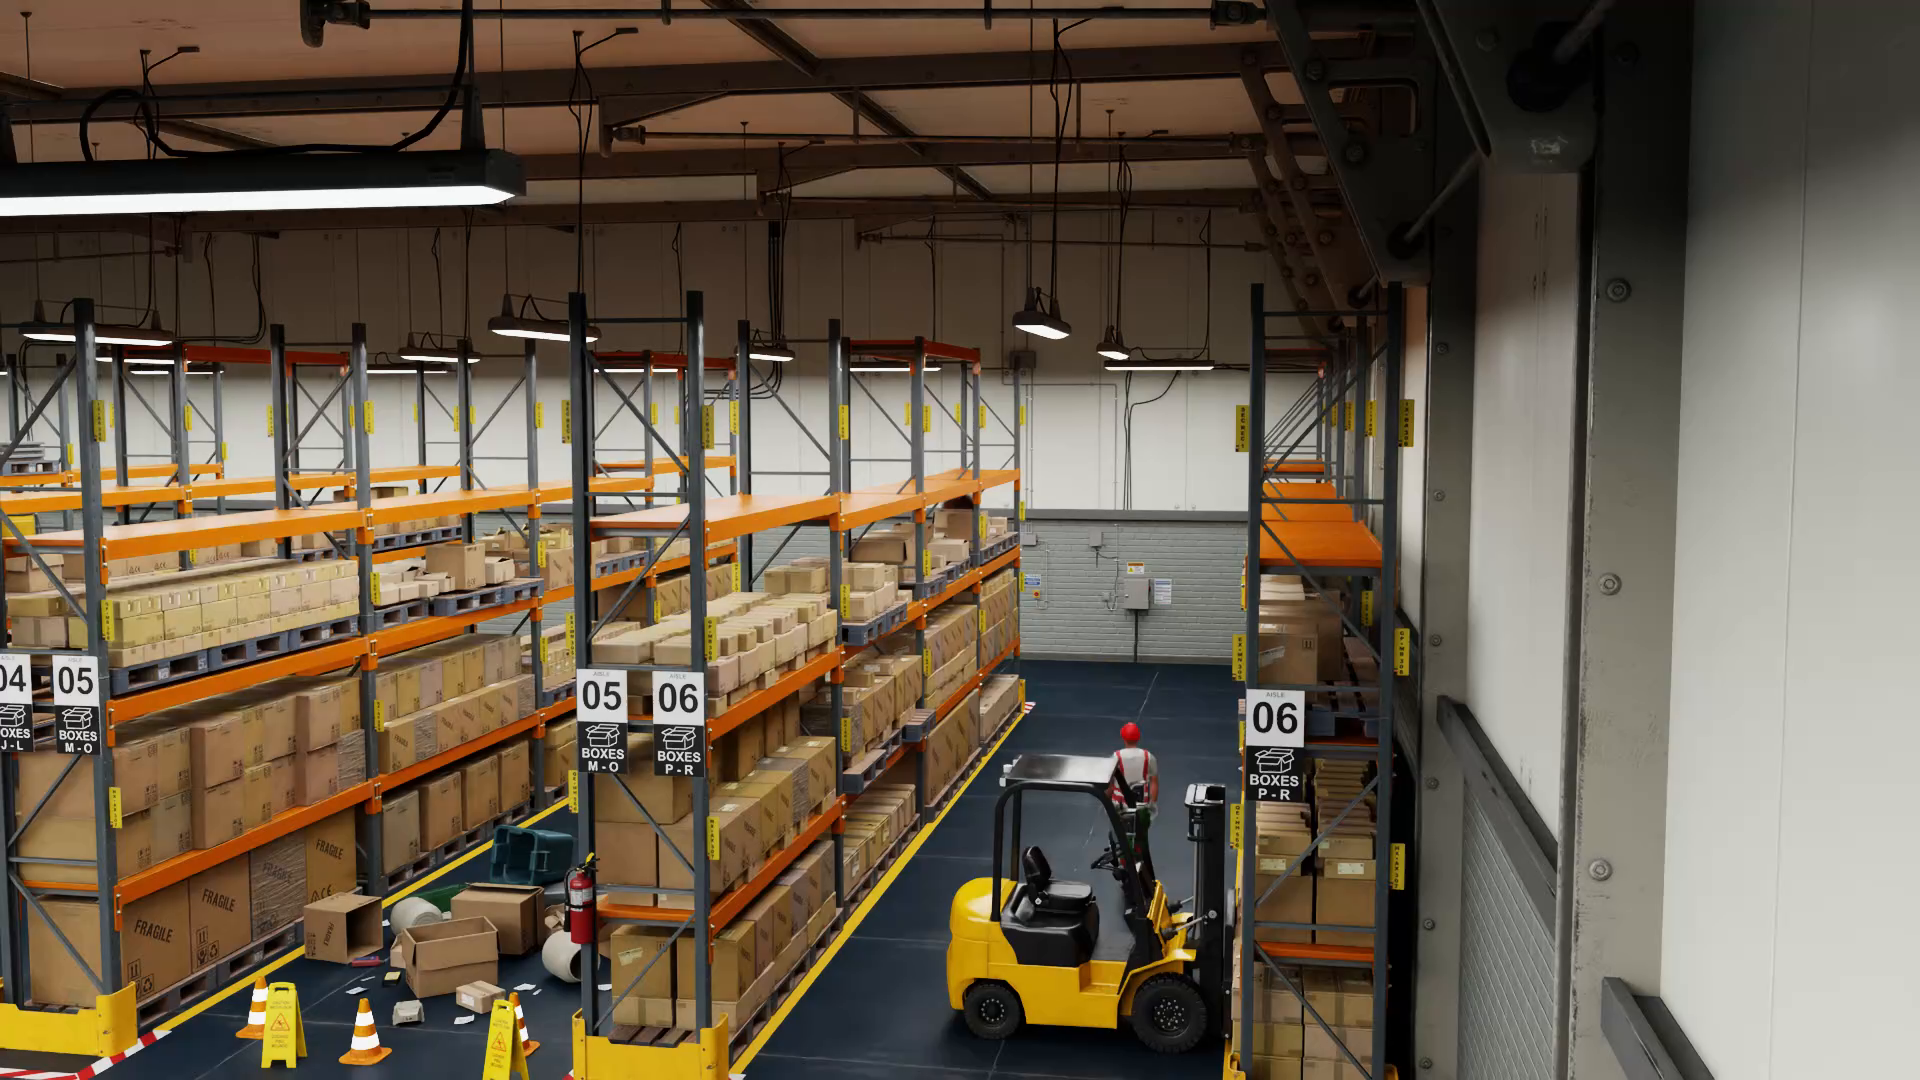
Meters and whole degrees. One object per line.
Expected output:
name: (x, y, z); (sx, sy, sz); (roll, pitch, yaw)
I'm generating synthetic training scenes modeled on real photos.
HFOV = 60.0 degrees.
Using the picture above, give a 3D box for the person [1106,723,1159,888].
person: (1.828, 2.842, 17.728); (0.556, 1.822, 0.542); (0, 5, -2)
